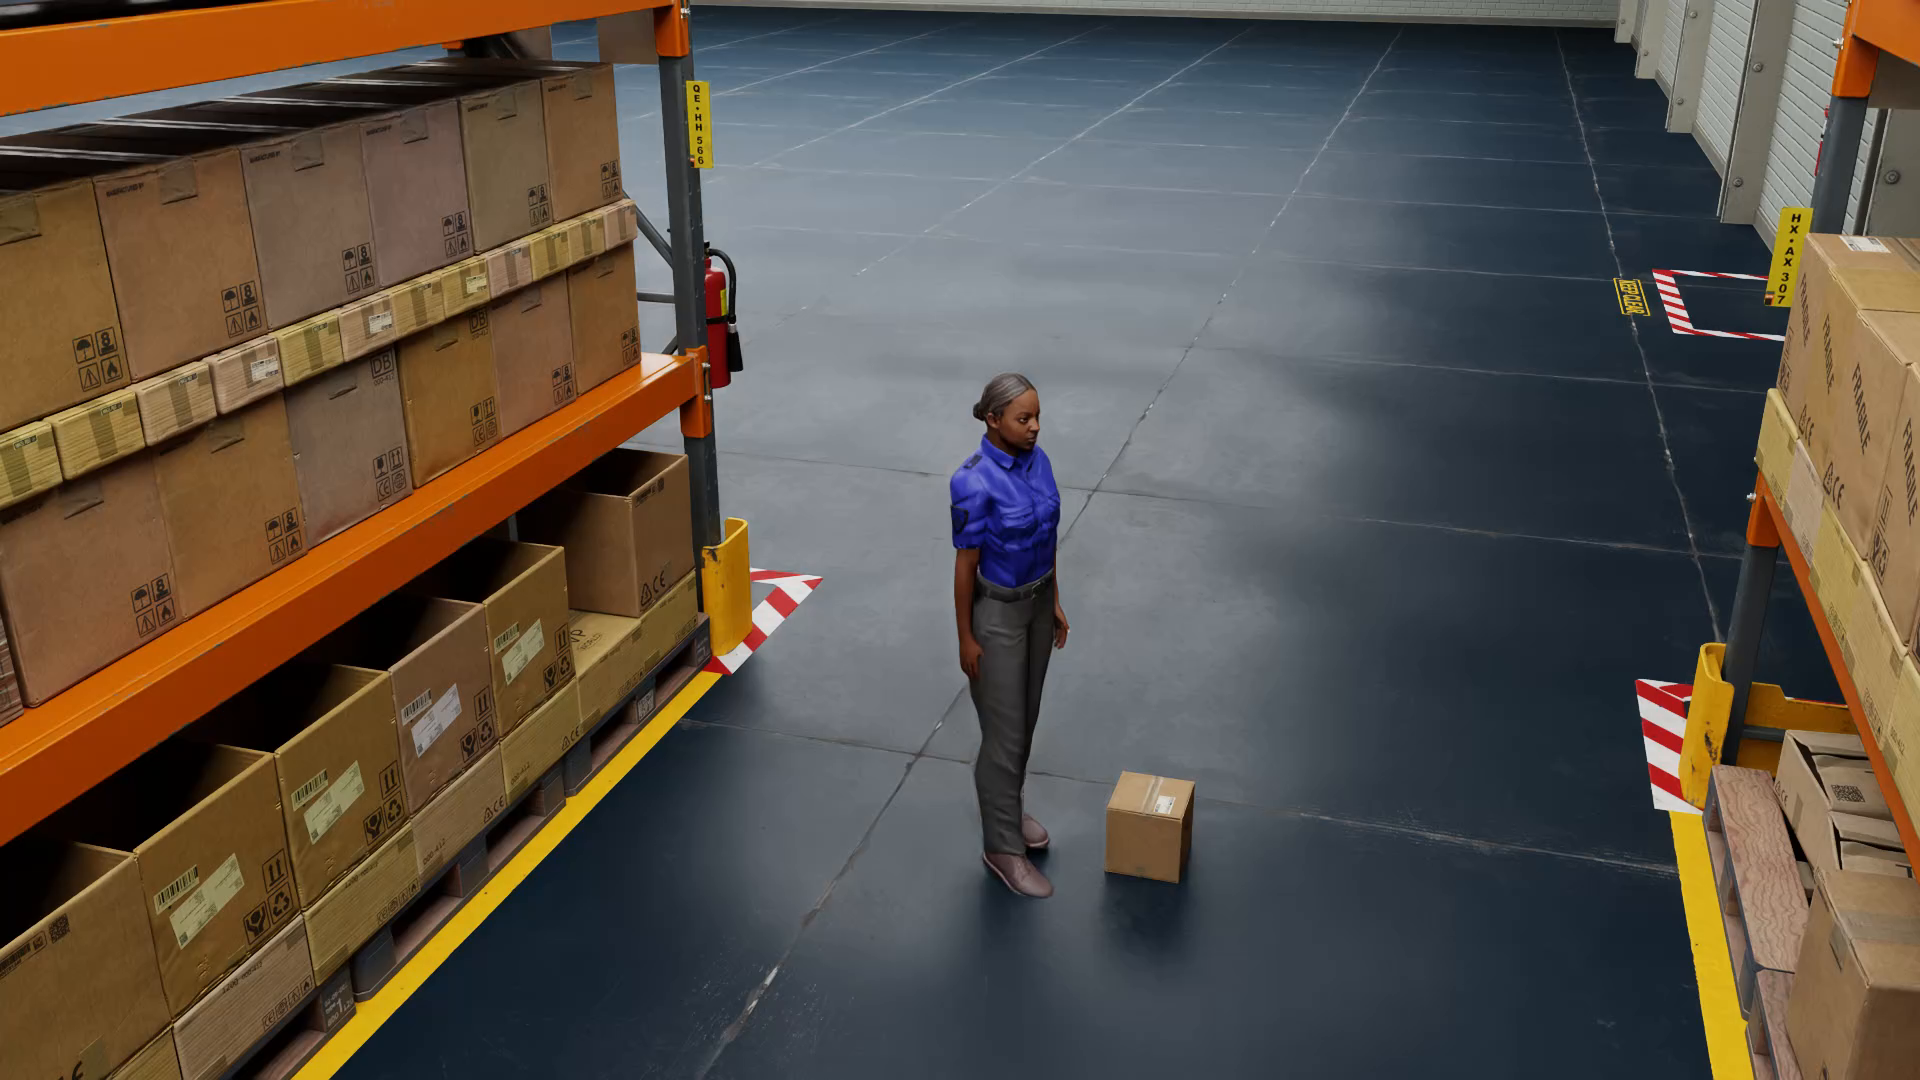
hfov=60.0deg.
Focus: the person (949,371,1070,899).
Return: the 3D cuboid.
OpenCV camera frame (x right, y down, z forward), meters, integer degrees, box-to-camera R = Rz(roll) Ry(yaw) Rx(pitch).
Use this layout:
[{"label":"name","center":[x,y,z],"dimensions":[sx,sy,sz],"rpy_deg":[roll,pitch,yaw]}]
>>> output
[{"label":"person","center":[0.222,0.293,5.392],"dimensions":[0.485,1.689,0.489],"rpy_deg":[16,27,34]}]
